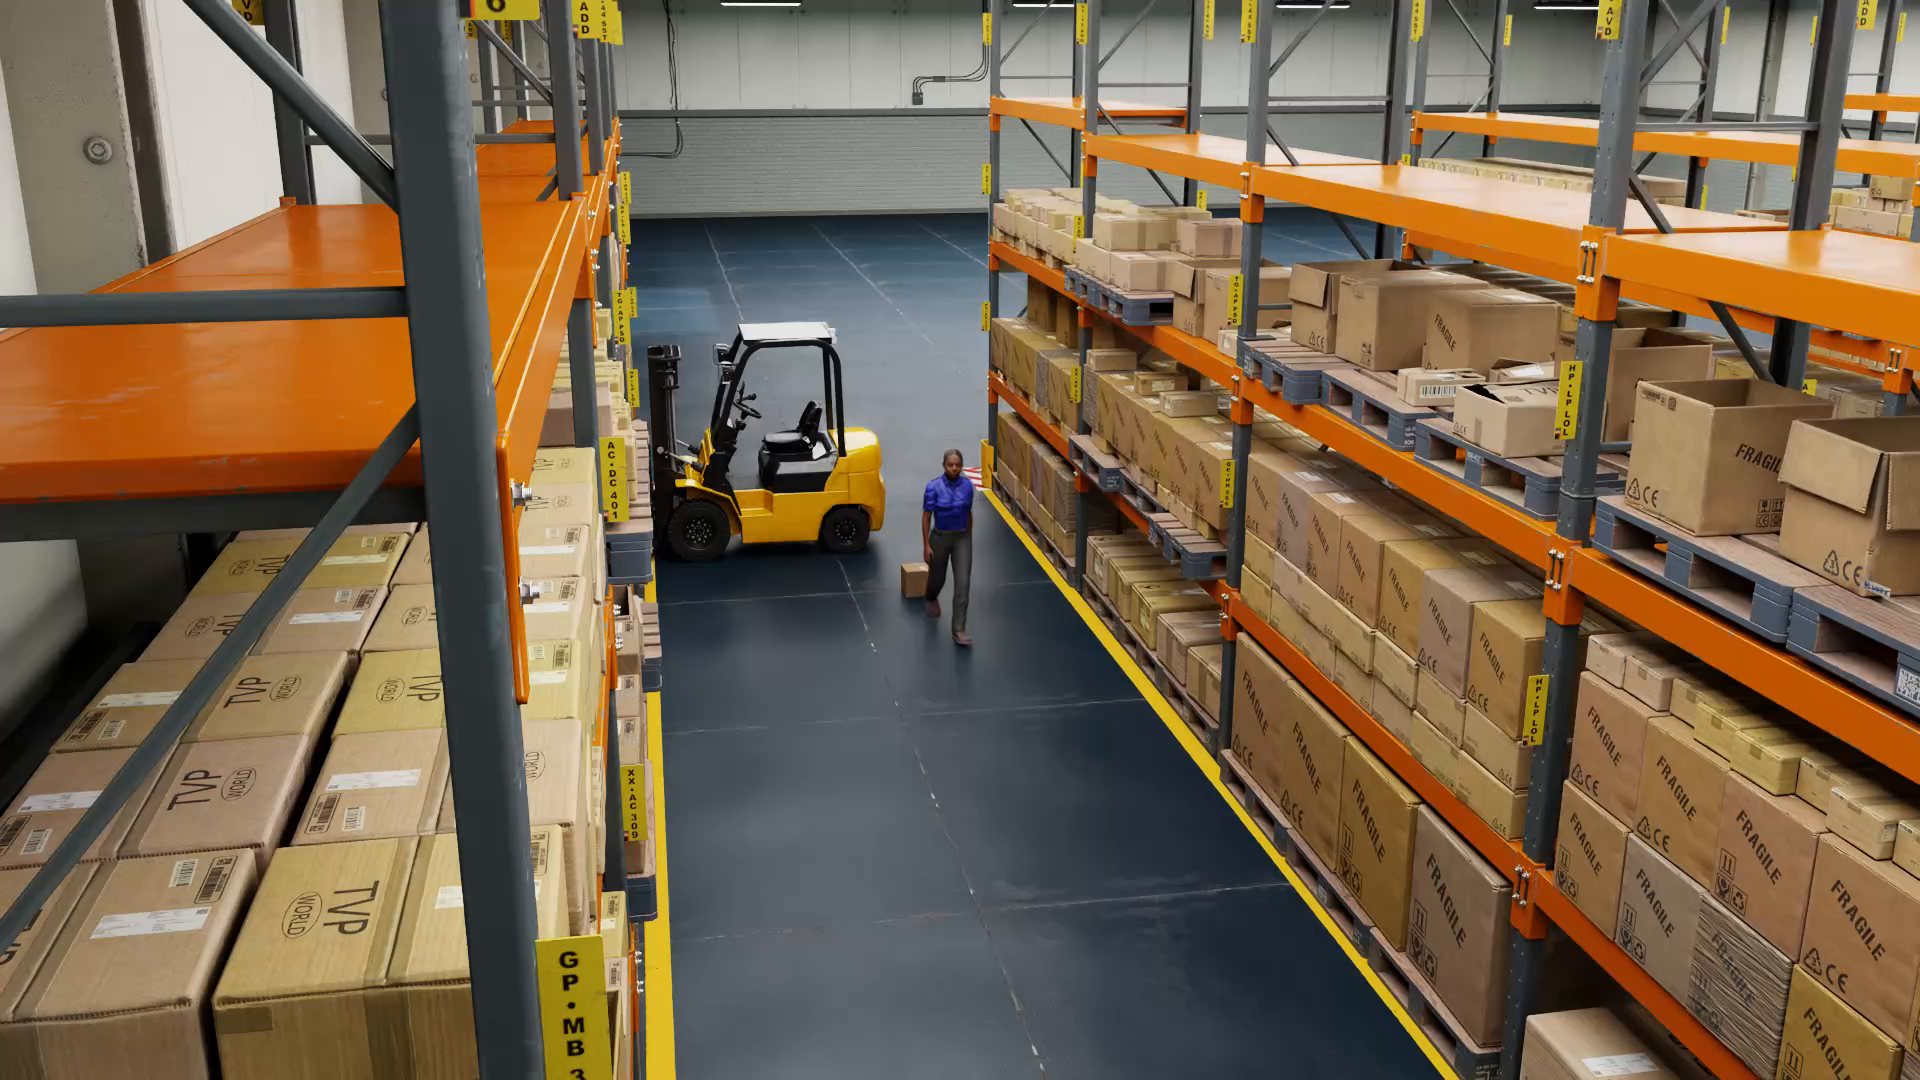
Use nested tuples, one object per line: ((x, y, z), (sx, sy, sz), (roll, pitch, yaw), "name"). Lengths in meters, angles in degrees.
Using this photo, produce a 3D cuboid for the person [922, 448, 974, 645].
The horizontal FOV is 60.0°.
((-0.115, 0.001, 14.018), (0.459, 1.617, 0.877), (-4, 17, -14), "person")
